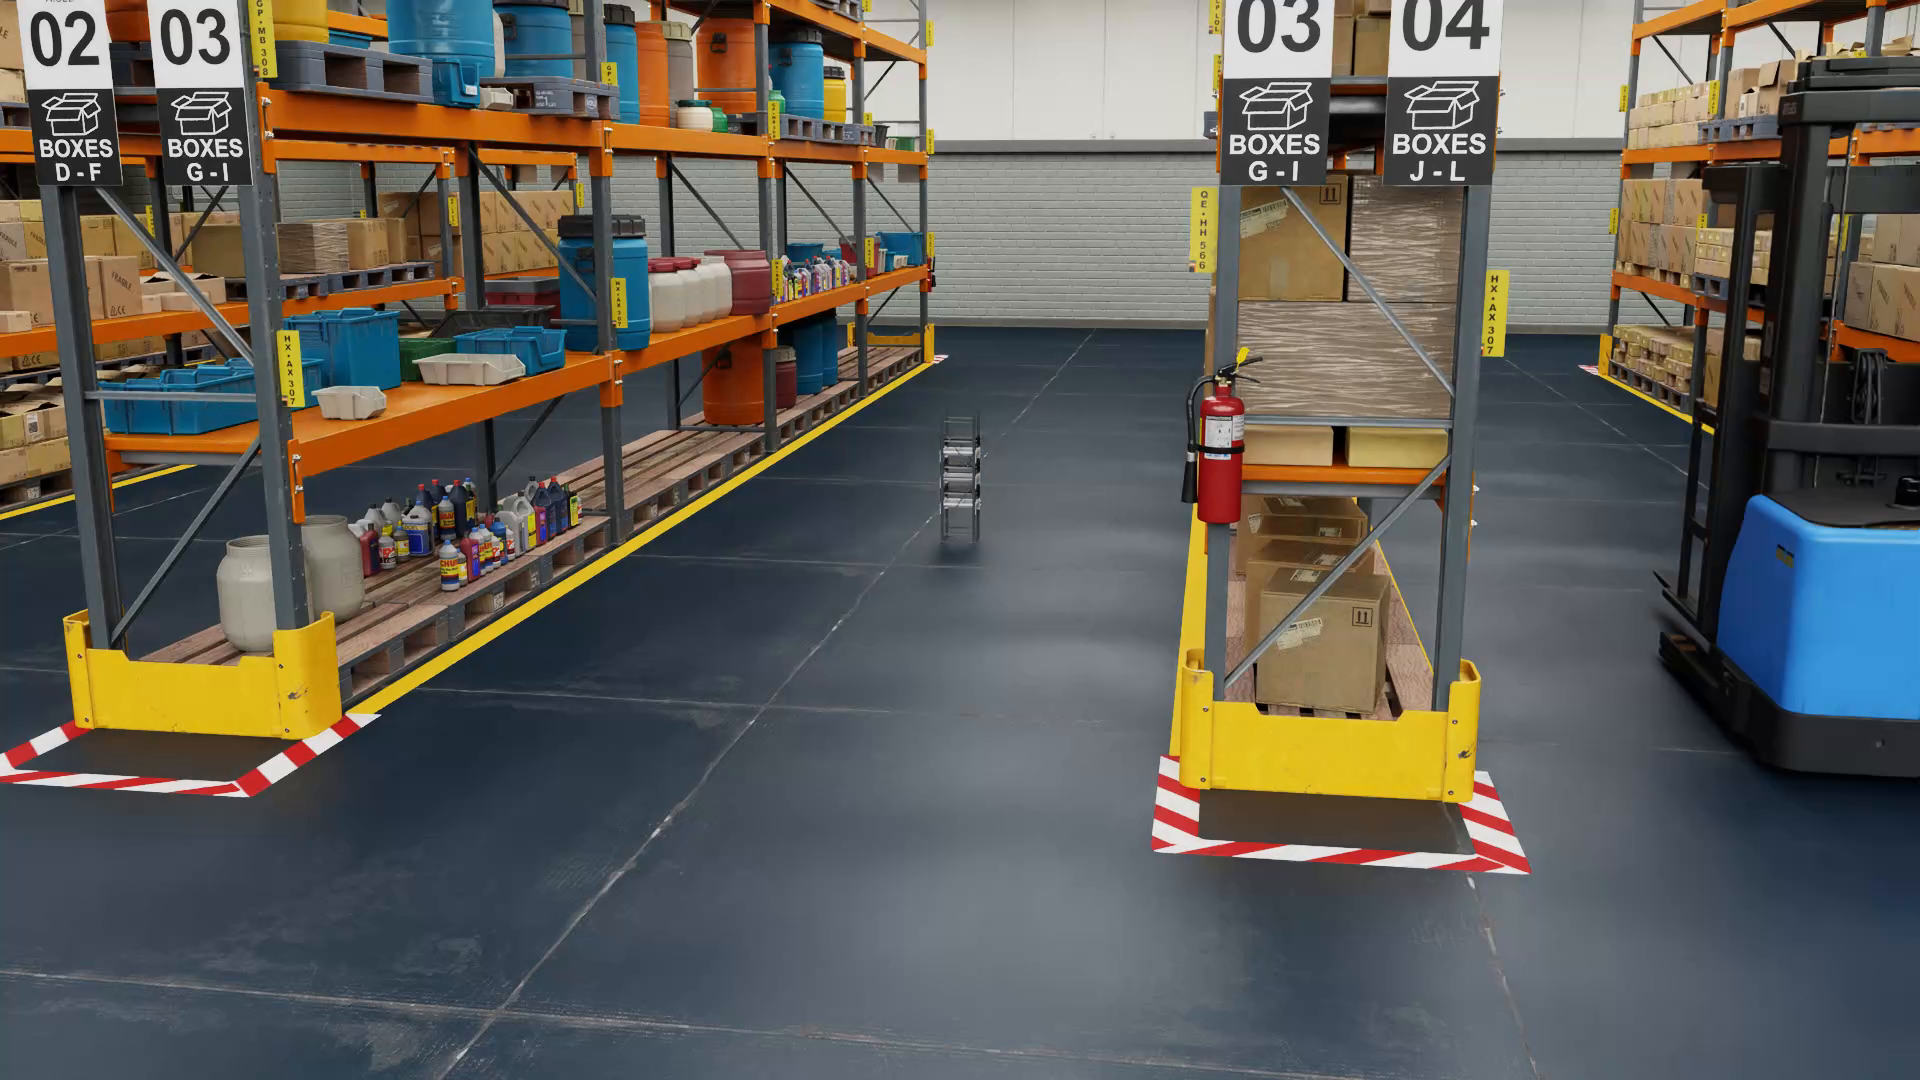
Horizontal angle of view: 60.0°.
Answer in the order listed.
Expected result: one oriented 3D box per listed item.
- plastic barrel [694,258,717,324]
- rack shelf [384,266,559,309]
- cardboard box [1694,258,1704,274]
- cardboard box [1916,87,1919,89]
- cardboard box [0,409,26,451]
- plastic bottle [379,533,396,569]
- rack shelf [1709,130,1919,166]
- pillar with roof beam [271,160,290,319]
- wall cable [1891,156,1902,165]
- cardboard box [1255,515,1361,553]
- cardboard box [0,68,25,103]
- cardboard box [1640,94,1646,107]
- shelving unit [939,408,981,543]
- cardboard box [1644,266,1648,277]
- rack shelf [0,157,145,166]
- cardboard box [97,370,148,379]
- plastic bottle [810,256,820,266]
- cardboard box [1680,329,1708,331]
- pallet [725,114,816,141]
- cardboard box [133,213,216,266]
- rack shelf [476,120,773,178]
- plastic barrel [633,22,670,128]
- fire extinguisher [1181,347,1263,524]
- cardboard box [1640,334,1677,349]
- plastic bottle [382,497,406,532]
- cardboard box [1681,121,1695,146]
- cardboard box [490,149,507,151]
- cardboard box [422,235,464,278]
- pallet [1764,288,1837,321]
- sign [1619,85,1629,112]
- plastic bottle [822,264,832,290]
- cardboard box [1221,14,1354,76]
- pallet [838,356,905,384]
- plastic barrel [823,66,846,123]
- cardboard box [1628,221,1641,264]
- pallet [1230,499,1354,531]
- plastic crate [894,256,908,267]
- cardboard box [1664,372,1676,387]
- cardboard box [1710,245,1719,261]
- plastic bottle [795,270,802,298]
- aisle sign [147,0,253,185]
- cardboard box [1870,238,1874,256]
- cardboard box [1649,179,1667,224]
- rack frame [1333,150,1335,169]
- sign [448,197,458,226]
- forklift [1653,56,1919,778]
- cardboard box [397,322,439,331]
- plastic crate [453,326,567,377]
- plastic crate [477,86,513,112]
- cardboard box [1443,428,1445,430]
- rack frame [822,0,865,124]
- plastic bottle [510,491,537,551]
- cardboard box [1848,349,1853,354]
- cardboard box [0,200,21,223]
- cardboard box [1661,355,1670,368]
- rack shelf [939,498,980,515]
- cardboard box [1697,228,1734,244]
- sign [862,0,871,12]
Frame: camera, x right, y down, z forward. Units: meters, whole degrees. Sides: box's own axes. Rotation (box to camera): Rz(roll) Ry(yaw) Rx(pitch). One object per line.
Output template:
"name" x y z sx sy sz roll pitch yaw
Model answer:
"plastic barrel" -2.188 -2.027 13.514 0.421 0.512 0.421 0 12 0
"rack shelf" -6.148 -3.340 21.578 1.077 0.370 4.000 2 12 9
"cardboard box" 7.703 -2.787 16.905 0.380 0.149 0.250 1 12 6
"cardboard box" 7.197 -3.338 11.865 0.500 0.250 0.500 2 12 10
"cardboard box" -7.376 -0.823 12.391 0.500 0.311 0.500 2 12 9
"plastic bottle" -3.344 0.060 9.692 0.097 0.201 0.097 0 12 0
"rack shelf" 7.911 -3.470 15.062 1.077 0.370 4.000 2 12 9
"pillar with roof beam" -6.921 -7.651 25.634 9.100 9.000 0.400 2 12 9
"wall cable" 14.584 -5.151 25.791 0.585 1.953 0.123 2 12 9
"cardboard box" 1.773 0.177 8.490 0.500 0.500 0.500 3 13 14
"cardboard box" -7.500 -3.450 12.623 0.500 0.250 0.500 1 12 3
"cardboard box" 8.388 -5.270 19.929 0.380 0.149 0.250 2 12 9
"shelving unit" 0.001 -0.442 11.406 0.258 0.900 0.210 2 12 9
"cardboard box" 8.397 -3.202 19.827 0.380 0.149 0.250 2 12 8
"rack shelf" -11.043 -4.966 22.003 1.077 0.370 4.000 2 12 9
"cardboard box" -7.513 -1.369 14.922 0.500 0.311 0.500 2 12 7
"plastic bottle" -1.550 -2.854 17.733 0.144 0.351 0.185 2 12 9
"cardboard box" 8.993 -2.480 20.238 0.380 0.149 0.250 2 12 7
"pallet" -1.962 -3.811 15.386 1.003 0.211 1.213 2 12 9
"cardboard box" -10.905 -4.156 22.945 0.980 0.700 0.700 2 12 8
"rack shelf" -2.484 -2.979 12.786 1.077 0.370 4.000 2 12 9
"plastic barrel" -2.618 -3.657 13.204 0.600 0.830 0.708 2 12 9
"fire extinguisher" 1.014 -0.409 6.453 0.296 0.674 0.183 2 12 9
"cardboard box" 8.234 -2.334 19.562 0.380 0.149 0.250 2 12 10
"plastic bottle" -3.420 -0.086 10.017 0.144 0.351 0.185 2 12 8
"cardboard box" 8.115 -4.379 17.929 0.500 0.250 0.500 2 12 8
"cardboard box" -5.977 -4.969 20.668 0.500 0.250 0.500 2 12 9
"cardboard box" -6.108 -3.421 20.011 0.500 0.500 0.500 2 12 10
"pallet" 7.607 -1.997 14.095 1.213 0.211 1.003 2 12 9
"sign" 8.297 -5.515 20.771 0.100 0.325 0.005 2 12 9
"plastic bottle" -1.436 -2.780 17.566 0.152 0.276 0.135 2 12 9
"cardboard box" 1.310 -1.957 6.690 0.500 0.250 0.500 2 12 10
"pallet" -1.301 -2.160 21.014 1.003 0.211 1.213 2 12 9
"plastic barrel" -1.501 -4.681 17.530 0.600 0.588 0.600 0 12 0
"cardboard box" 8.434 -3.602 20.143 0.500 0.500 0.500 2 12 9
"pallet" 2.221 -0.087 11.396 1.003 0.211 1.213 2 12 9
"plastic crate" -0.893 -3.671 21.892 0.396 0.136 0.243 2 12 9
"cardboard box" 8.041 -1.784 18.423 0.380 0.149 0.250 1 12 7
"cardboard box" 7.626 -2.825 16.373 0.380 0.149 0.250 2 12 10
"plastic bottle" -1.603 -2.513 16.342 0.097 0.271 0.097 0 12 0
"aisle sign" -3.128 -1.862 6.843 0.394 0.787 0.004 2 12 9
"cardboard box" 7.904 -2.458 13.967 0.380 0.149 0.250 2 12 7
"cardboard box" 8.254 -3.883 19.076 0.500 0.500 0.500 1 12 7
"rack frame" 2.718 -2.121 14.213 1.000 3.000 0.127 2 12 9
"sign" -5.906 -3.824 19.368 0.100 0.325 0.005 2 12 9
"forklift" 4.106 -0.718 7.867 1.130 2.935 3.031 2 12 9
"cardboard box" -6.648 -2.396 20.380 0.500 0.500 0.500 2 12 9
"plastic crate" -2.694 -1.137 10.000 0.499 0.251 0.616 2 12 9
"plastic crate" -2.639 -2.439 9.195 0.243 0.136 0.396 2 12 9
"cardboard box" 1.824 -0.436 6.991 0.380 0.149 0.250 2 12 9
"rack frame" -1.561 -6.046 18.190 1.000 3.000 0.127 2 12 9
"plastic bottle" -2.685 -0.118 10.164 0.144 0.351 0.185 2 12 8
"cardboard box" 8.026 -1.530 14.630 0.500 0.250 0.500 2 12 8
"cardboard box" -11.258 -3.794 19.206 0.500 0.250 0.500 2 12 10
"cardboard box" 8.161 -2.020 18.812 0.380 0.149 0.250 2 12 10
"rack shelf" 0.001 -0.233 11.451 0.258 0.077 0.200 2 12 9
"cardboard box" 7.703 -3.078 16.842 0.380 0.149 0.250 3 12 12
"sign" -1.018 -5.926 18.127 0.100 0.325 0.005 2 12 9
